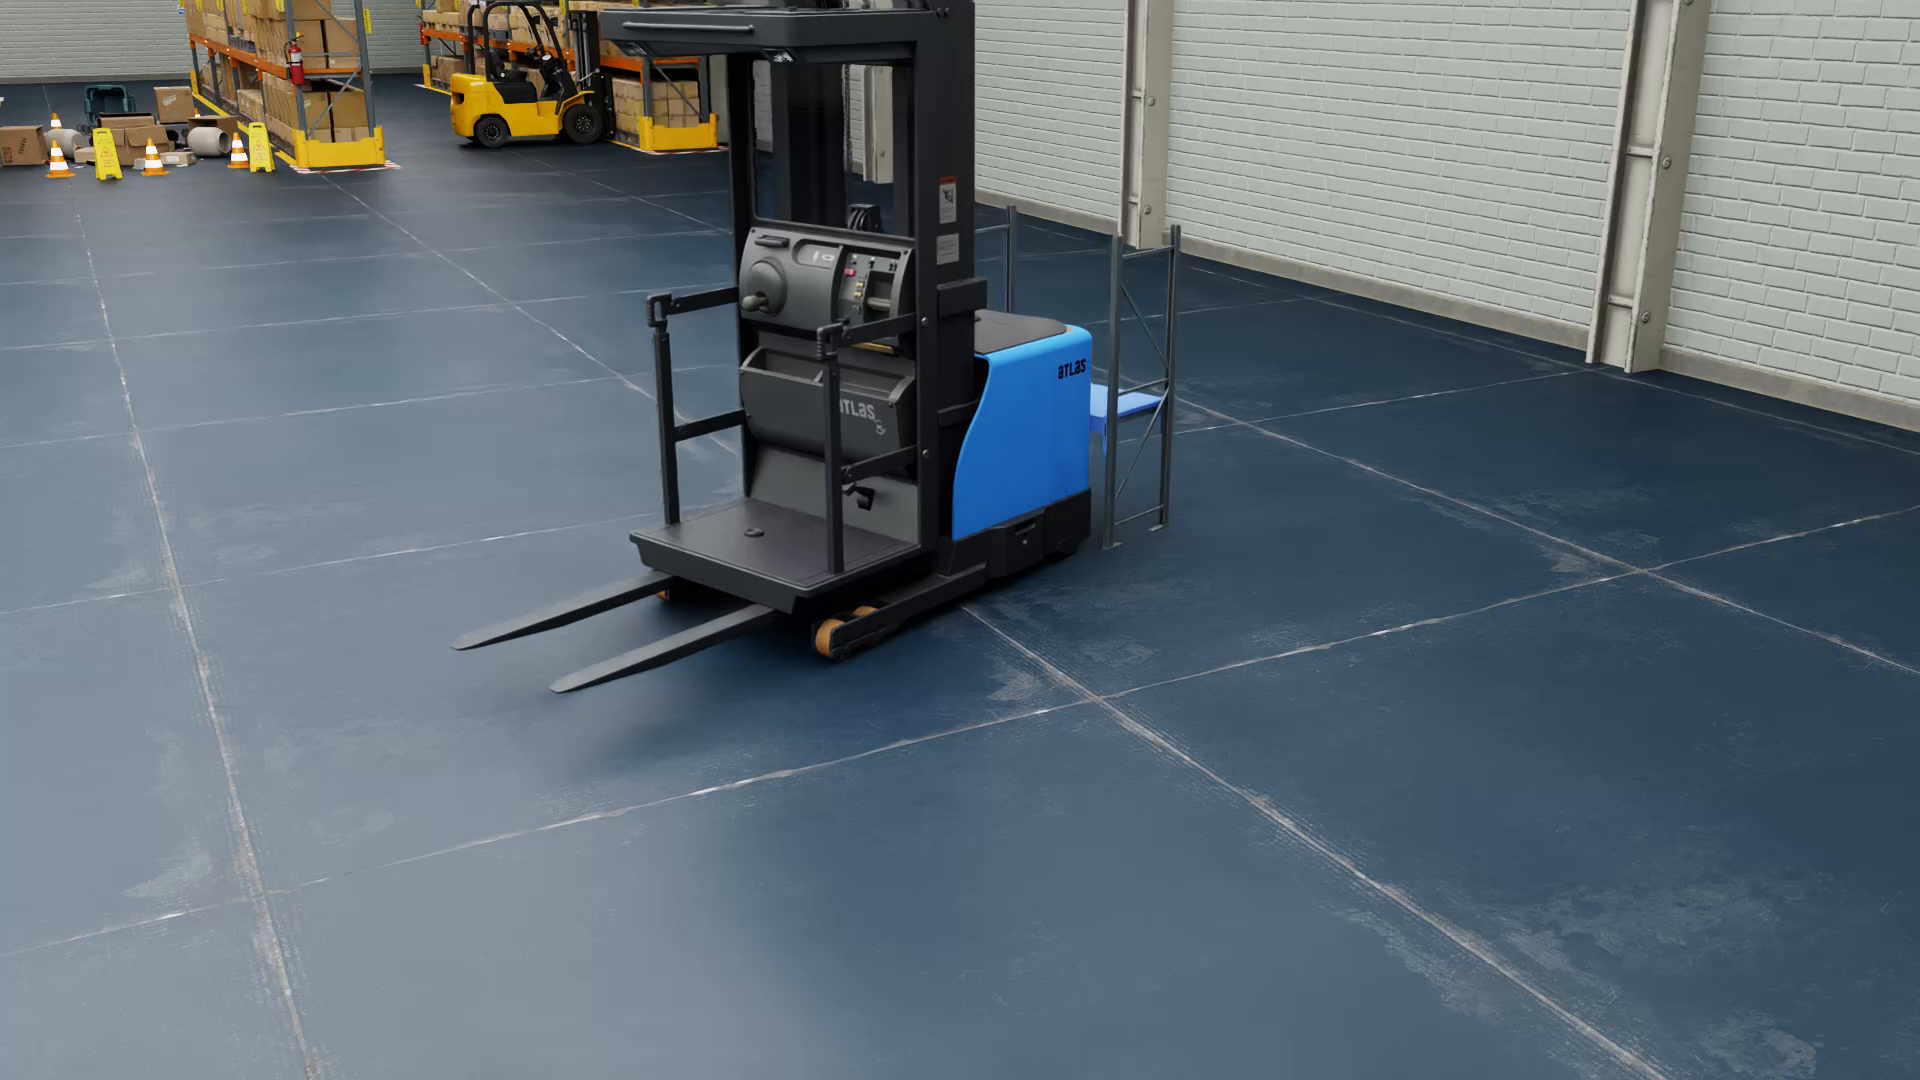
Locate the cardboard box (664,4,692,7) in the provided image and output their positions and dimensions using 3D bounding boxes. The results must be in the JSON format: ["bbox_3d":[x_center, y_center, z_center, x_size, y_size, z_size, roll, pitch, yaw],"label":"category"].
[{"bbox_3d":[-4.319,-8.102,25.409,0.380,0.149,0.250,-10,22,-28],"label":"cardboard box"}]

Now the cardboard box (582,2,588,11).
[{"bbox_3d":[-5.992,-8.761,27.318,0.380,0.149,0.250,-9,21,-25],"label":"cardboard box"}]

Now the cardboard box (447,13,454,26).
[{"bbox_3d":[-10.753,-11.243,35.888,0.500,0.250,0.500,-10,21,-26],"label":"cardboard box"}]

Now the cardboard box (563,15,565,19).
[{"bbox_3d":[-6.604,-9.044,28.595,0.380,0.149,0.250,-9,21,-25],"label":"cardboard box"}]

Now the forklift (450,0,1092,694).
[{"bbox_3d":[-0.705,-1.083,6.777,1.130,2.935,3.031,15,24,37],"label":"forklift"}]

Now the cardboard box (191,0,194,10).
[{"bbox_3d":[-15.594,-11.202,34.311,0.500,0.500,0.500,-10,21,-26],"label":"cardboard box"}]

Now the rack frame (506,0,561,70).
[{"bbox_3d":[-8.146,-9.775,31.860,1.000,3.000,0.127,-10,21,-27],"label":"rack frame"}]

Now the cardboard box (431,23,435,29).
[{"bbox_3d":[-11.869,-11.750,37.969,0.380,0.149,0.250,-9,21,-25],"label":"cardboard box"}]

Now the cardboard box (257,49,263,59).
[{"bbox_3d":[-10.746,-7.598,25.936,0.380,0.149,0.250,-10,21,-27],"label":"cardboard box"}]

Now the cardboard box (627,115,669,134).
[{"bbox_3d":[-4.848,-6.463,25.834,0.500,0.250,0.500,-10,21,-26],"label":"cardboard box"}]

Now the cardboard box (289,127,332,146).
[{"bbox_3d":[-9.346,-5.804,23.925,0.500,0.250,0.500,-10,21,-27],"label":"cardboard box"}]

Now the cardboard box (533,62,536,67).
[{"bbox_3d":[-8.222,-9.377,32.900,0.380,0.149,0.250,-9,21,-25],"label":"cardboard box"}]

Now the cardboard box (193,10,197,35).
[{"bbox_3d":[-15.593,-10.735,34.491,0.500,0.500,0.500,-9,21,-25],"label":"cardboard box"}]

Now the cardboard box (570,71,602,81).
[{"bbox_3d":[-6.293,-7.810,28.206,0.500,0.250,0.500,-10,22,-27],"label":"cardboard box"}]

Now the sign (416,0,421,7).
[{"bbox_3d":[-12.422,-12.396,38.130,0.100,0.325,0.005,-10,21,-27],"label":"sign"}]

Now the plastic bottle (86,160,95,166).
[{"bbox_3d":[-12.255,-5.338,23.508,0.283,0.061,0.133,16,25,39],"label":"plastic bottle"}]

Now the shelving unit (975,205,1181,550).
[{"bbox_3d":[0.488,-0.833,8.247,1.048,1.500,0.538,16,25,39],"label":"shelving unit"}]

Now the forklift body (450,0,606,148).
[{"bbox_3d":[-6.853,-7.339,26.102,2.313,2.155,1.214,-10,21,-27],"label":"forklift body"}]

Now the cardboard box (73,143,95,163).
[{"bbox_3d":[-12.484,-5.560,23.838,0.396,0.266,0.258,-6,20,-17],"label":"cardboard box"}]

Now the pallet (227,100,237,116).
[{"bbox_3d":[-13.396,-8.274,31.787,1.003,0.211,1.213,-10,21,-27],"label":"pallet"}]

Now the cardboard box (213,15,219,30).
[{"bbox_3d":[-13.474,-9.560,30.702,0.500,0.250,0.500,-11,22,-28],"label":"cardboard box"}]

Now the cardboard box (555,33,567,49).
[{"bbox_3d":[-6.716,-8.660,28.858,0.500,0.250,0.500,-9,21,-25],"label":"cardboard box"}]

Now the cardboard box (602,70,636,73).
[{"bbox_3d":[-5.843,-7.886,28.427,0.500,0.250,0.500,-10,21,-26],"label":"cardboard box"}]

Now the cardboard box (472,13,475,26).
[{"bbox_3d":[-9.723,-10.600,33.813,0.396,0.266,0.258,-9,21,-24],"label":"cardboard box"}]

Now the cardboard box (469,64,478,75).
[{"bbox_3d":[-10.014,-9.766,35.023,0.500,0.500,0.500,-9,21,-24],"label":"cardboard box"}]

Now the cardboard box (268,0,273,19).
[{"bbox_3d":[-9.382,-7.628,23.497,0.700,0.500,0.500,-10,21,-26],"label":"cardboard box"}]

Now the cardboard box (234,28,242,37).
[{"bbox_3d":[-12.215,-8.708,28.511,0.380,0.149,0.250,-10,21,-26],"label":"cardboard box"}]

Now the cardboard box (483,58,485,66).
[{"bbox_3d":[-9.636,-9.886,34.377,0.380,0.149,0.250,-10,22,-28],"label":"cardboard box"}]

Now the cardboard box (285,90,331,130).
[{"bbox_3d":[-9.324,-6.151,23.780,0.500,0.500,0.500,-10,21,-26],"label":"cardboard box"}]

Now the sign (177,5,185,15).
[{"bbox_3d":[-19.081,-13.054,40.950,0.327,0.218,0.001,-10,21,-27],"label":"sign"}]

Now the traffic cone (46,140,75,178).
[{"bbox_3d":[-12.025,-5.086,22.160,0.336,0.463,0.334,-10,21,-27],"label":"traffic cone"}]

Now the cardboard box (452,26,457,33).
[{"bbox_3d":[-10.707,-10.999,35.793,0.380,0.149,0.250,-9,21,-25],"label":"cardboard box"}]

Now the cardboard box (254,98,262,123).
[{"bbox_3d":[-11.209,-7.169,27.693,0.950,0.372,0.625,-9,21,-23],"label":"cardboard box"}]

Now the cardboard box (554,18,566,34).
[{"bbox_3d":[-6.705,-8.893,28.769,0.500,0.250,0.500,-10,22,-28],"label":"cardboard box"}]

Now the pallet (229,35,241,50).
[{"bbox_3d":[-12.080,-8.726,29.115,1.213,0.211,1.003,-10,21,-27],"label":"pallet"}]

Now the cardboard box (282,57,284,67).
[{"bbox_3d":[-9.400,-6.796,23.613,0.380,0.149,0.250,-10,22,-28],"label":"cardboard box"}]

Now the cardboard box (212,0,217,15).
[{"bbox_3d":[-13.469,-9.922,30.601,0.500,0.500,0.500,-10,21,-27],"label":"cardboard box"}]

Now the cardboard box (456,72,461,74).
[{"bbox_3d":[-10.738,-10.046,36.194,0.396,0.266,0.258,-9,21,-25],"label":"cardboard box"}]

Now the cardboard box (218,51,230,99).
[{"bbox_3d":[-14.047,-9.182,32.755,0.875,0.875,0.875,-9,21,-25],"label":"cardboard box"}]

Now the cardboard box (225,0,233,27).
[{"bbox_3d":[-12.503,-9.226,29.017,0.500,0.500,0.500,-11,22,-28],"label":"cardboard box"}]

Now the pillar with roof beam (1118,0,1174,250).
[{"bbox_3d":[-1.975,-6.542,13.294,9.100,9.000,0.400,-10,21,-27],"label":"pillar with roof beam"}]

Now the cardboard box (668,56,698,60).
[{"bbox_3d":[-4.338,-7.711,25.725,0.500,0.500,0.500,-9,21,-25],"label":"cardboard box"}]

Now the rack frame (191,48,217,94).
[{"bbox_3d":[-16.311,-11.301,36.284,1.000,3.000,0.127,-10,21,-27],"label":"rack frame"}]

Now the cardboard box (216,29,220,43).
[{"bbox_3d":[-13.463,-9.330,30.801,0.500,0.250,0.500,-10,22,-27],"label":"cardboard box"}]

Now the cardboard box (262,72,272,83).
[{"bbox_3d":[-10.564,-7.160,25.710,0.380,0.149,0.250,-10,21,-26],"label":"cardboard box"}]

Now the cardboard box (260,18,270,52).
[{"bbox_3d":[-10.164,-7.588,24.914,0.500,0.500,0.500,-10,21,-27],"label":"cardboard box"}]

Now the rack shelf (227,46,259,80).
[{"bbox_3d":[-11.563,-8.091,28.082,1.077,0.370,4.000,-10,21,-27],"label":"rack shelf"}]

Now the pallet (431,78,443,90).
[{"bbox_3d":[-11.529,-10.502,38.244,1.003,0.211,1.213,-10,21,-27],"label":"pallet"}]
